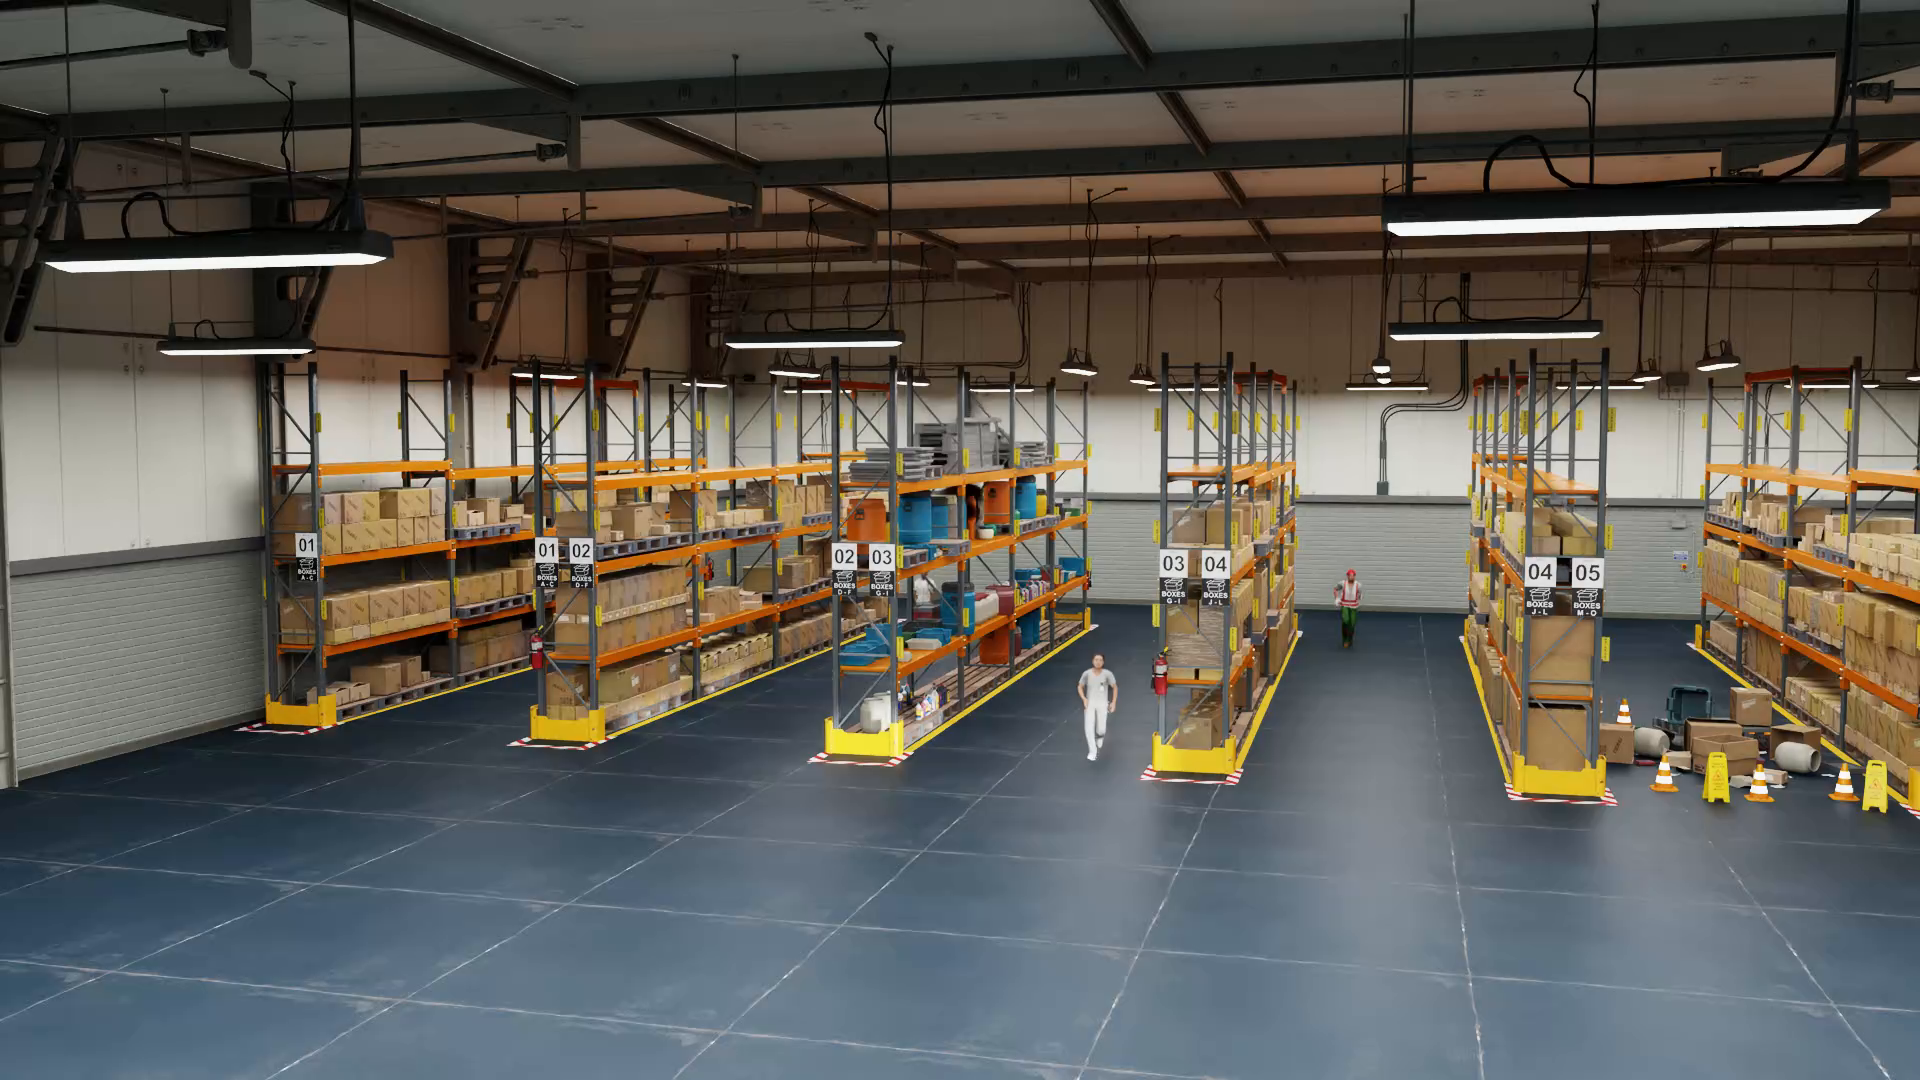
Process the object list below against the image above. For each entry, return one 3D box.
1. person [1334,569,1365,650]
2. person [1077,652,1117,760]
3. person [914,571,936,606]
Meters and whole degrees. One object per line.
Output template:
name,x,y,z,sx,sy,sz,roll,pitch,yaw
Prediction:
person,8.661,1.533,36.991,0.662,1.809,0.809,0,4,5
person,2.041,2.461,24.748,0.589,1.608,0.560,1,4,10
person,-0.840,1.448,38.674,0.567,1.656,0.557,0,4,3
